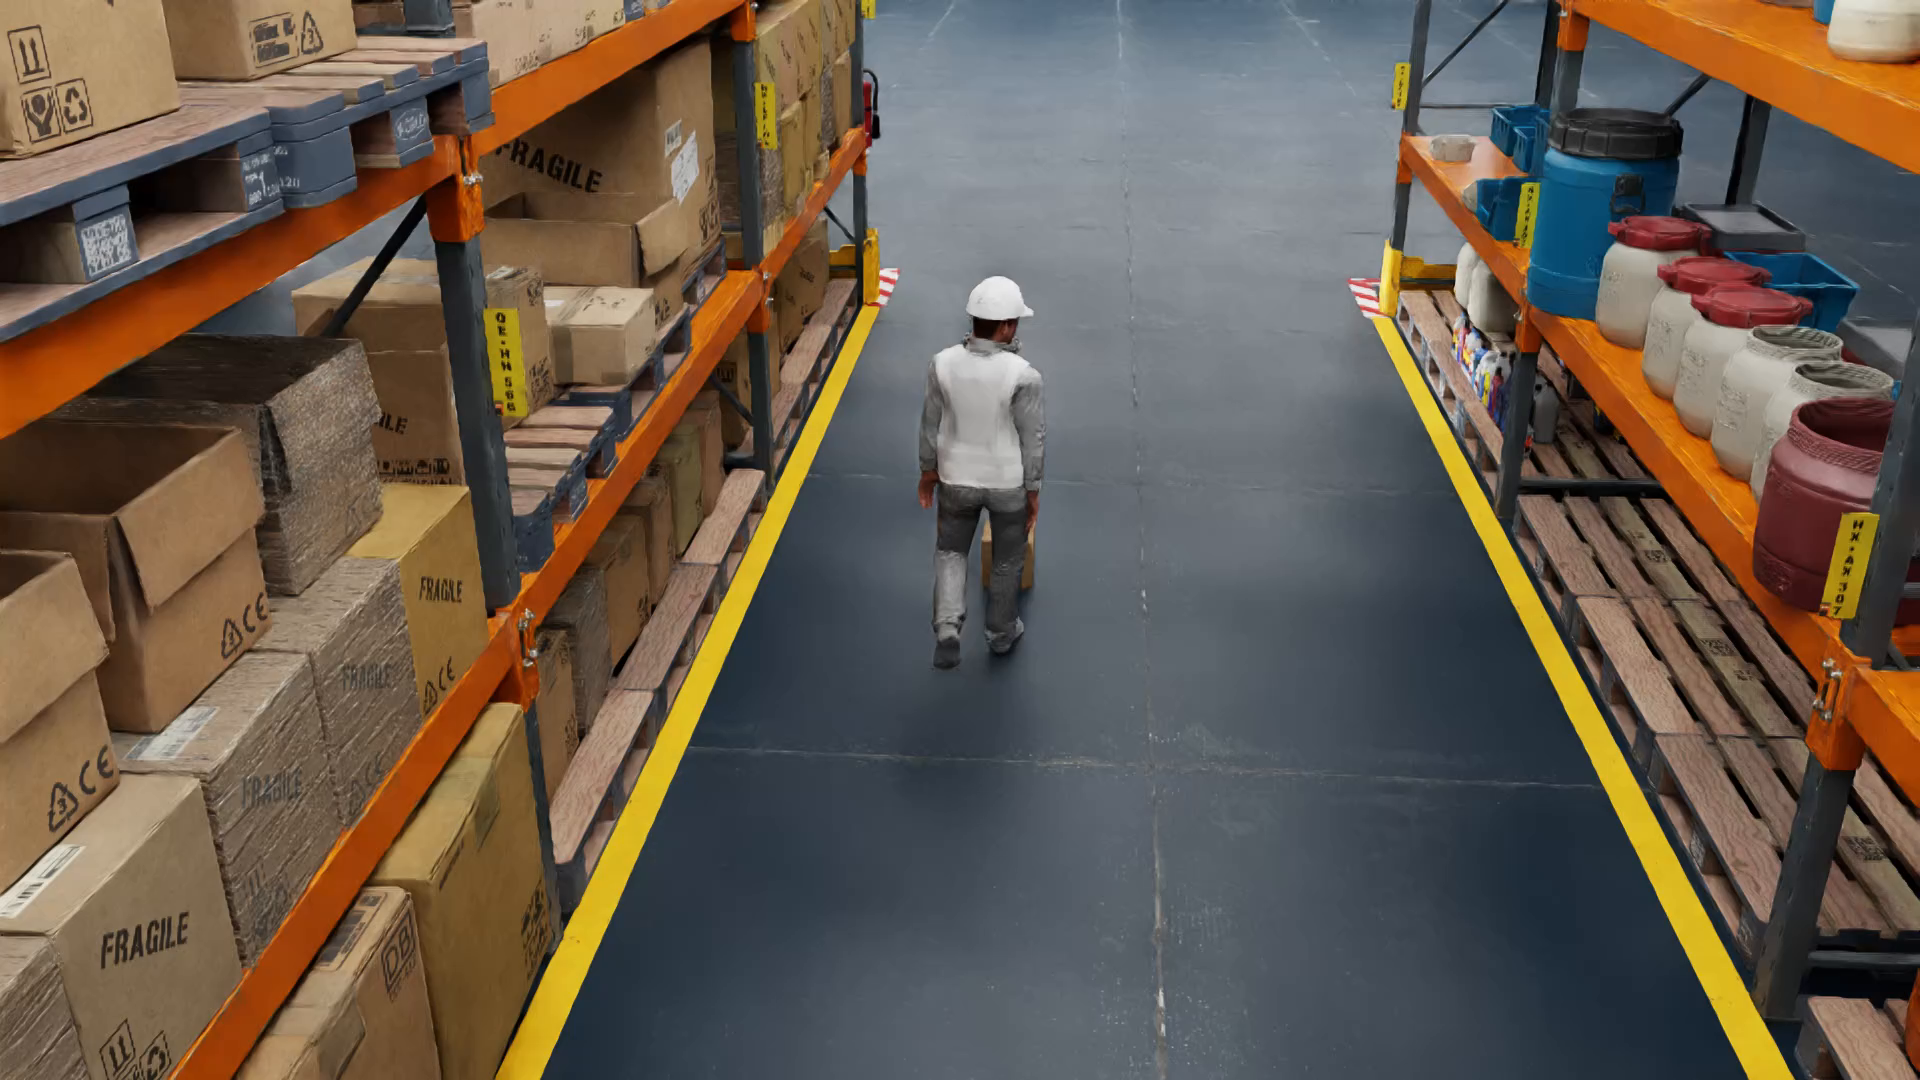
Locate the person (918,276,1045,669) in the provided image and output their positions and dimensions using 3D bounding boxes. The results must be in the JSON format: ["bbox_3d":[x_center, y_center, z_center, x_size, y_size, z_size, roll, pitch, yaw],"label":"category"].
[{"bbox_3d":[0.091,-0.263,7.131,0.567,1.762,0.758,7,25,15],"label":"person"}]
